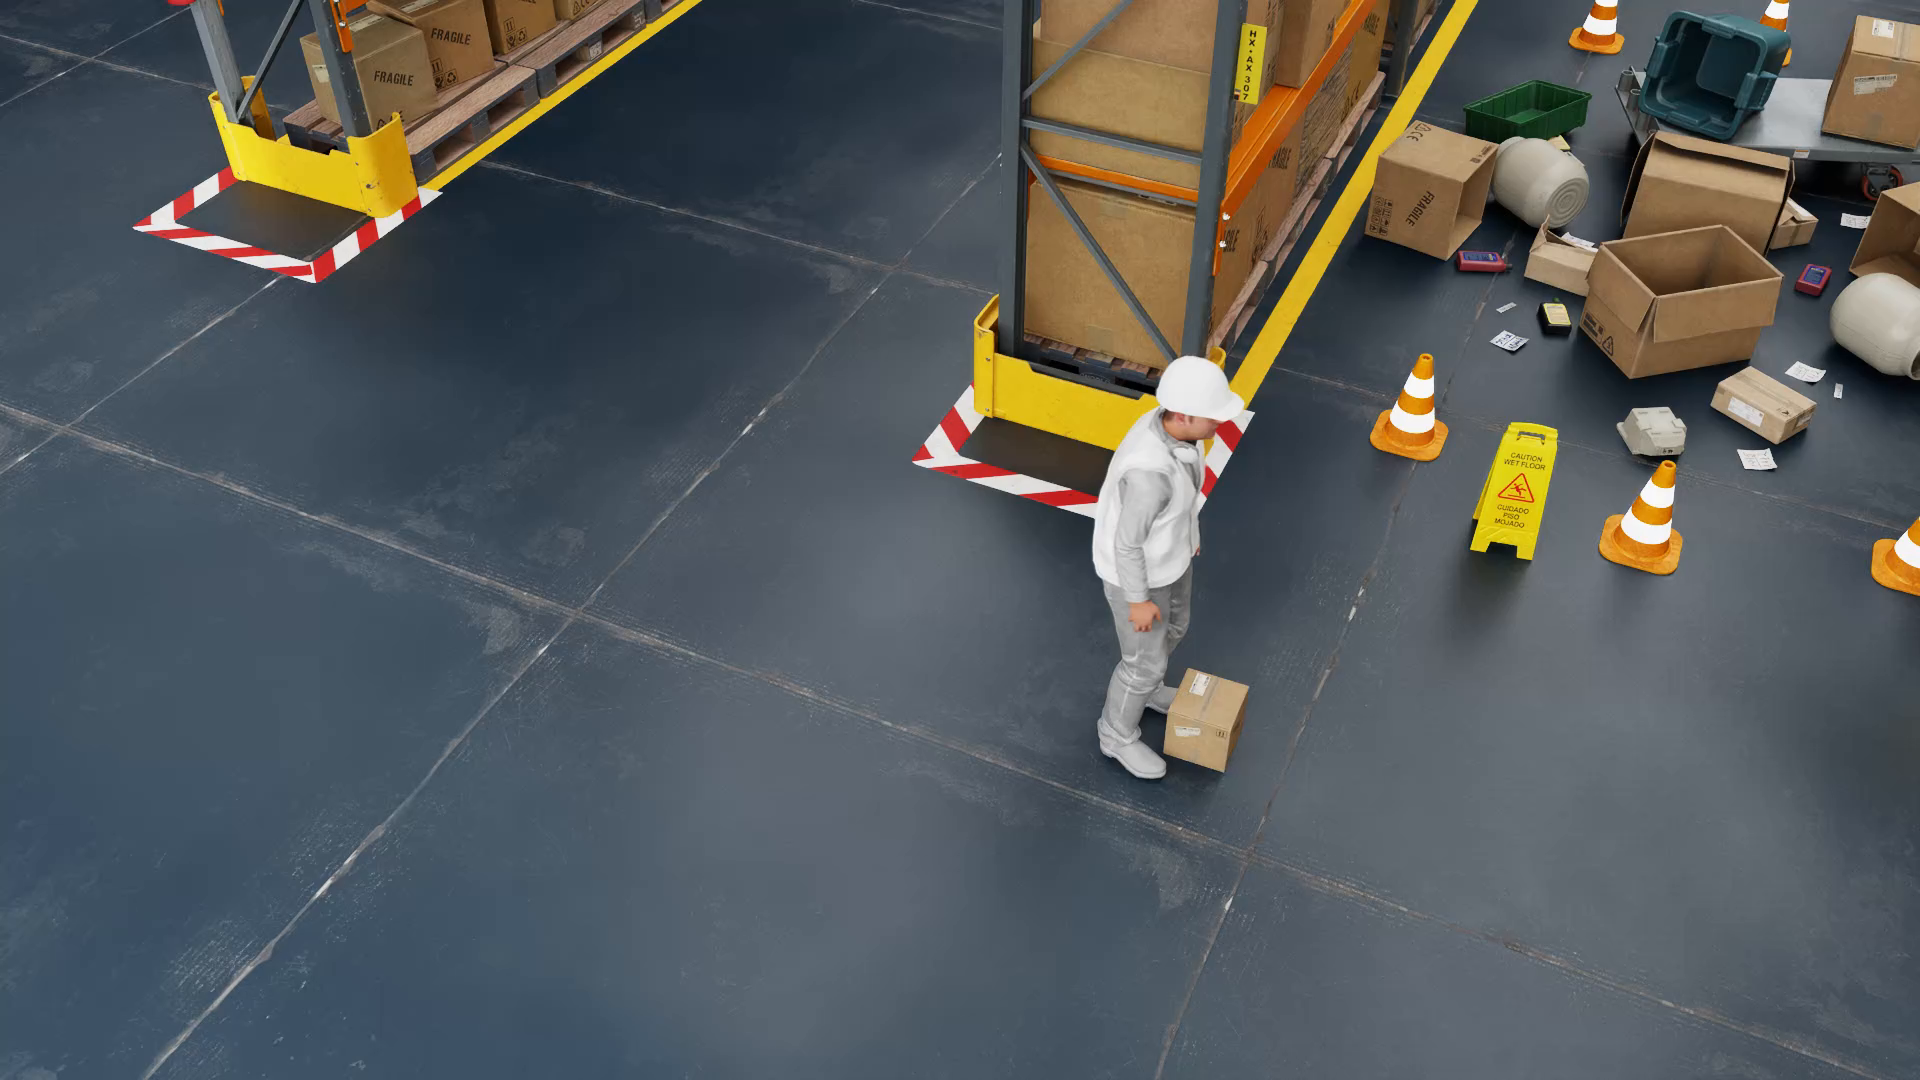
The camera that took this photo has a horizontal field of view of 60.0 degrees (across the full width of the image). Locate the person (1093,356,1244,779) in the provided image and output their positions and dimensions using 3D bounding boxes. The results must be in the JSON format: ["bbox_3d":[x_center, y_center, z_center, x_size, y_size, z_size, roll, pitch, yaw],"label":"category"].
[{"bbox_3d":[0.719,0.070,6.061,0.461,1.771,0.581,18,45,19],"label":"person"}]
